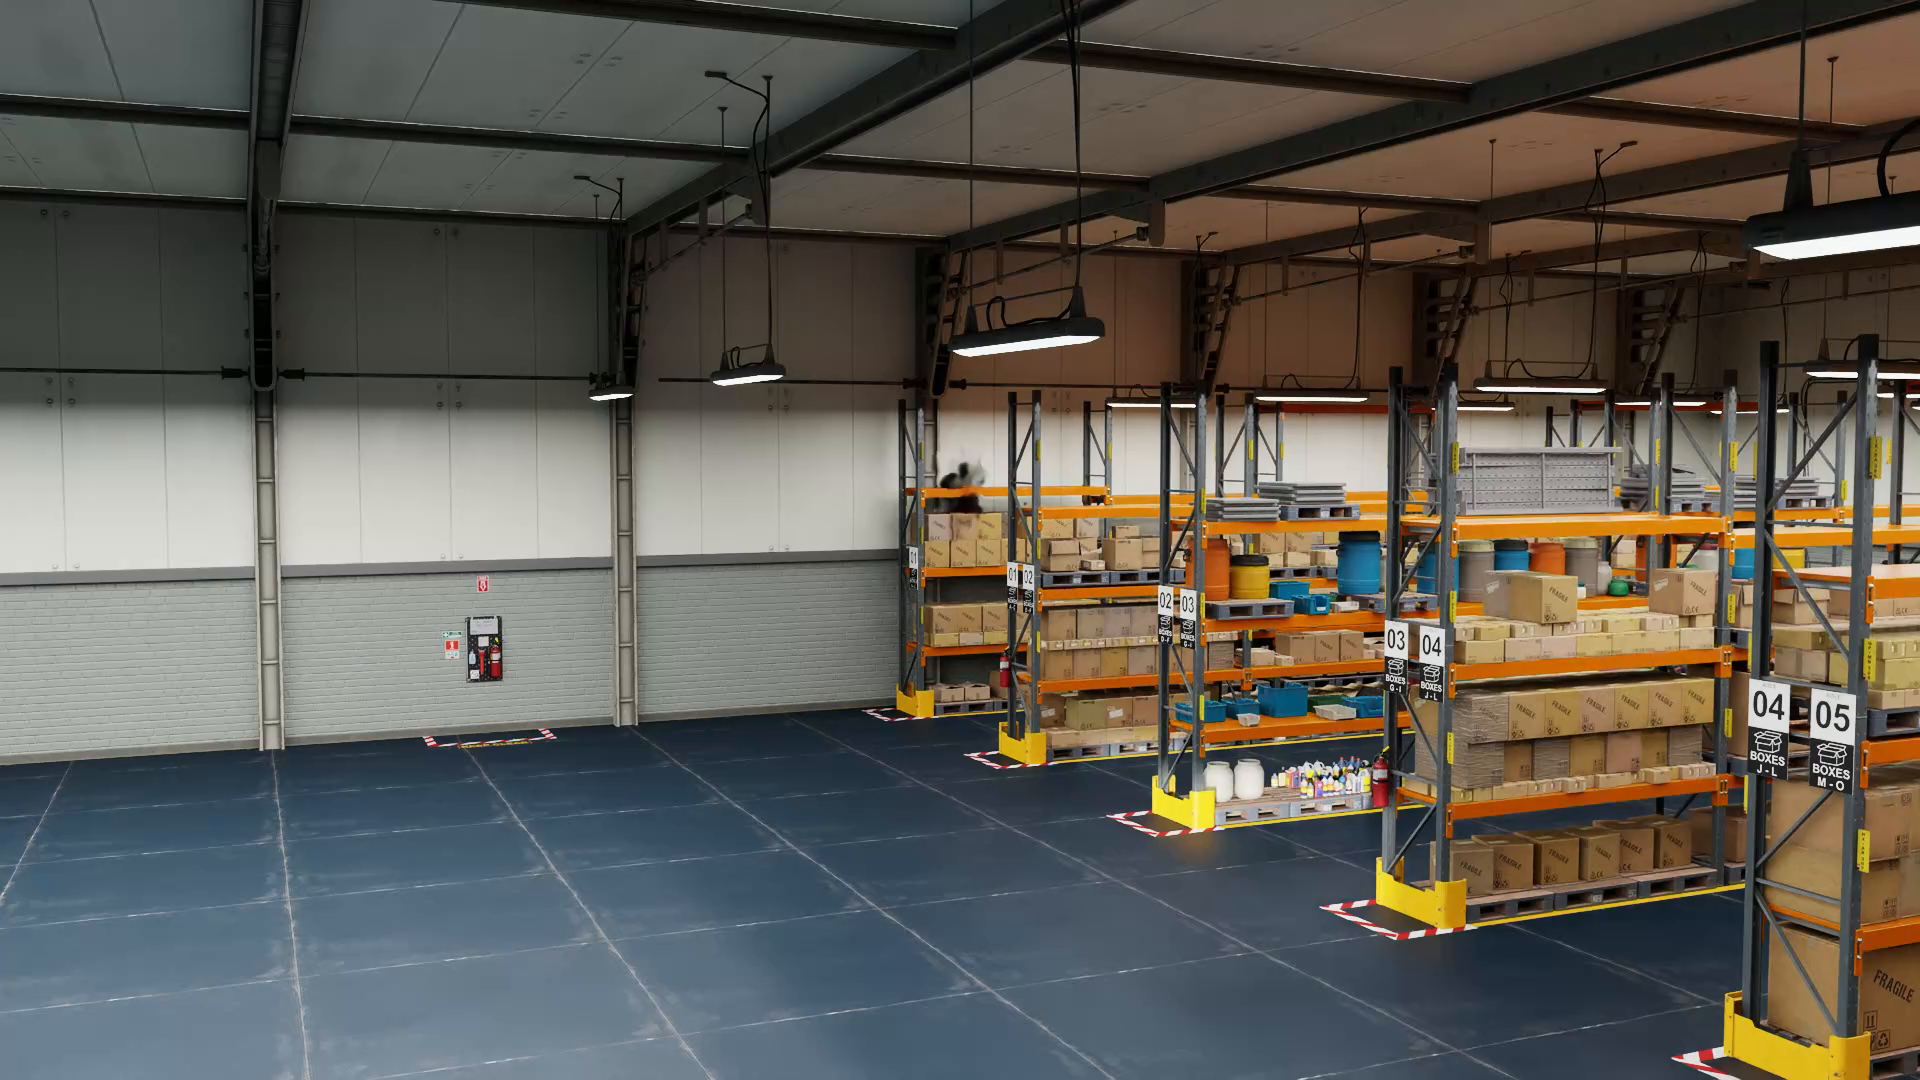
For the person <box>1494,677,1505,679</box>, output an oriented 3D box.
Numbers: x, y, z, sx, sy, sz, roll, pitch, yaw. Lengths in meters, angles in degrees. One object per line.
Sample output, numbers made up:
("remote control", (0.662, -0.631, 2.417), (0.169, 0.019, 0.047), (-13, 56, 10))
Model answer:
("person", (8.677, 2.665, 27.576), (0.923, 1.752, 0.699), (-2, 4, -37))
